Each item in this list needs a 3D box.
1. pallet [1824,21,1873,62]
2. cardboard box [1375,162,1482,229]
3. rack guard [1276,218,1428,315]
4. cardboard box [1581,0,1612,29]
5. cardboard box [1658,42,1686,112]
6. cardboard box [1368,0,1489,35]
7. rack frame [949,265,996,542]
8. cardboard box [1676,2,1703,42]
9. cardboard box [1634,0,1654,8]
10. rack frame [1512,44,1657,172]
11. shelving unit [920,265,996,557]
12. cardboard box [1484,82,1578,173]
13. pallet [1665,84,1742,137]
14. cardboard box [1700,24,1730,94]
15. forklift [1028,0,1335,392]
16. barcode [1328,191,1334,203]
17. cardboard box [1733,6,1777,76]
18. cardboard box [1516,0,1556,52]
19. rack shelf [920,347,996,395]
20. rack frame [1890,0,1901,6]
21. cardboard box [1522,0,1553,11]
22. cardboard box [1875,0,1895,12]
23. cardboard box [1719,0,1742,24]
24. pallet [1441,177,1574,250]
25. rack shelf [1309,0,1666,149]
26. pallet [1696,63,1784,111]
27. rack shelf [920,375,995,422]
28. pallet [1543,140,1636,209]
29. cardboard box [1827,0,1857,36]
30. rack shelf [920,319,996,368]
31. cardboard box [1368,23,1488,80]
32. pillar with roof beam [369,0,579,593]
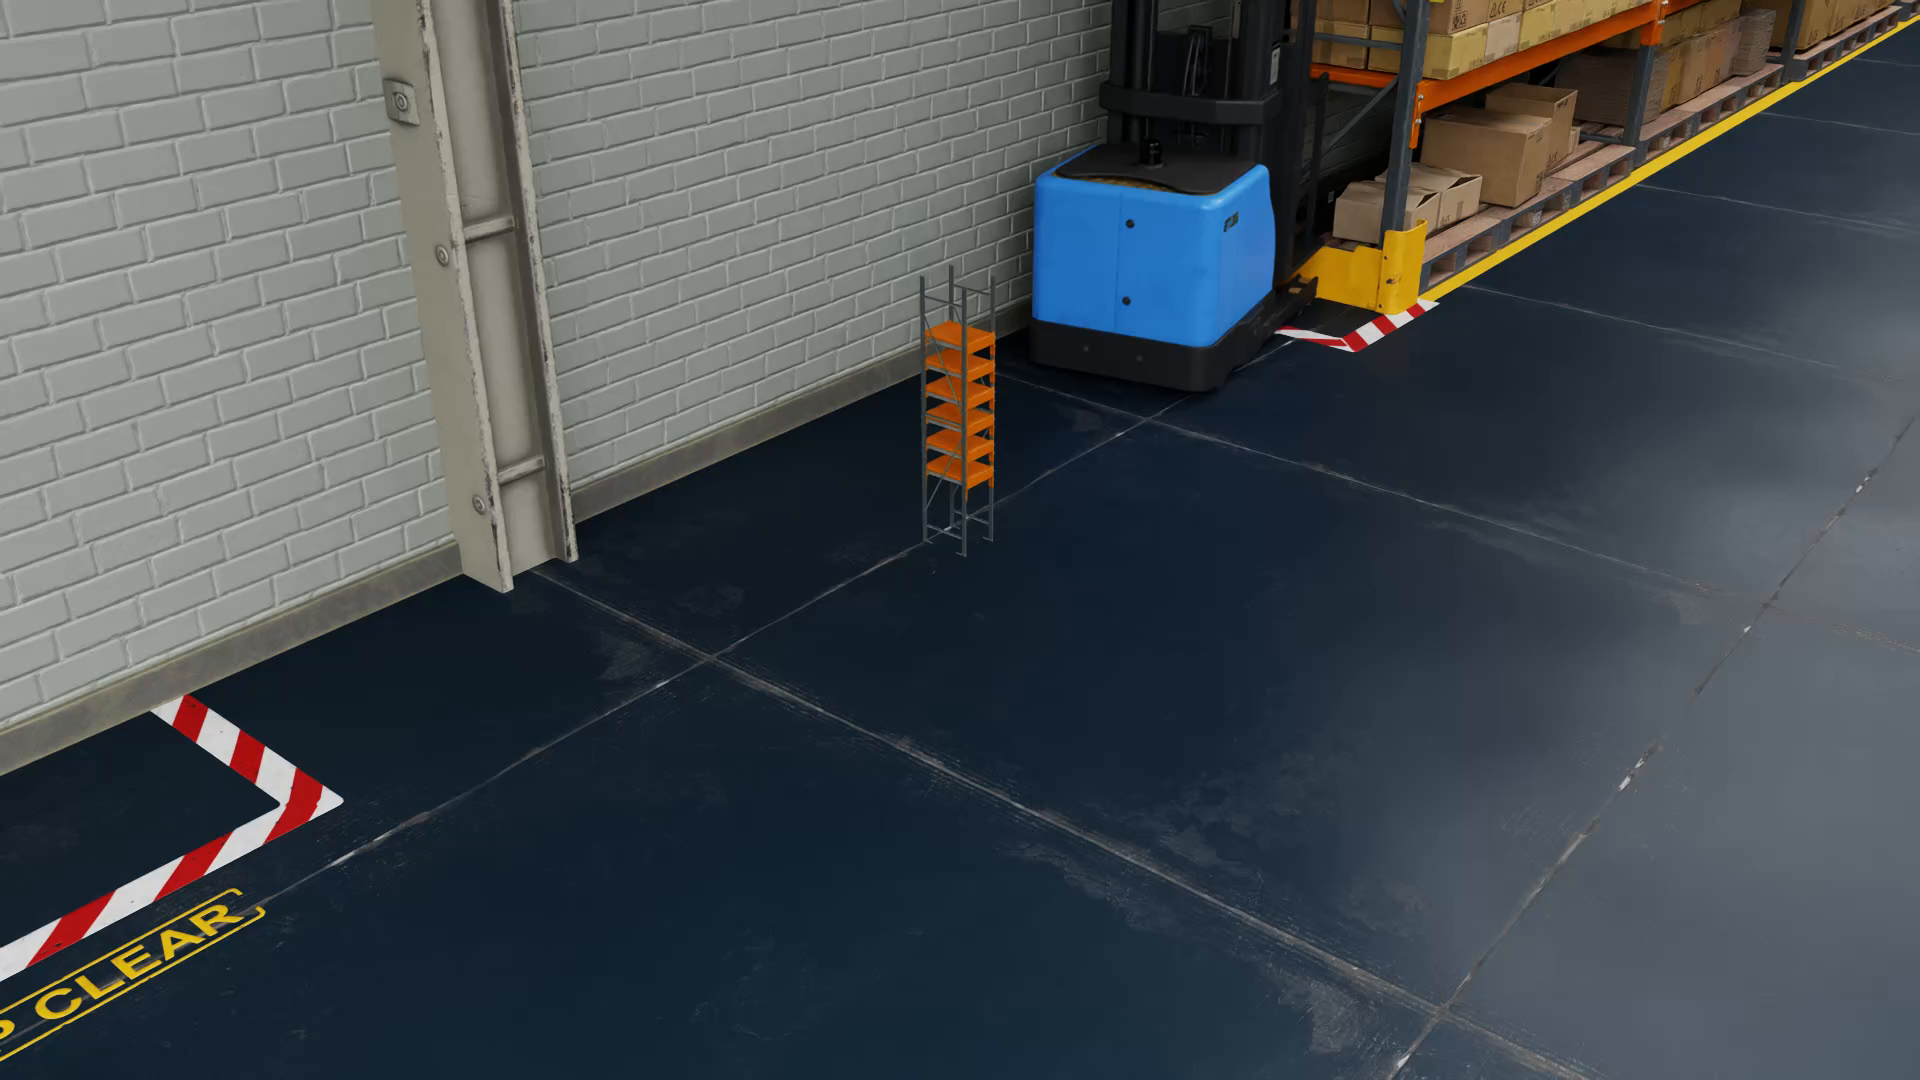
[{"bbox_3d":[8.595,-5.141,16.958,1.003,0.211,1.213,21,34,34],"label":"pallet"},{"bbox_3d":[3.043,-2.277,10.835,0.500,0.311,0.500,24,36,38],"label":"cardboard box"},{"bbox_3d":[2.219,-1.772,10.131,1.175,0.500,0.348,21,34,34],"label":"rack guard"},{"bbox_3d":[4.016,-3.602,11.090,0.500,0.250,0.500,21,34,34],"label":"cardboard box"},{"bbox_3d":[5.460,-3.822,13.616,0.700,0.500,0.500,20,33,33],"label":"cardboard box"},{"bbox_3d":[2.706,-3.212,9.519,0.500,0.500,0.500,21,34,34],"label":"cardboard box"},{"bbox_3d":[0.049,-0.560,7.027,0.240,1.200,0.006,21,34,34],"label":"rack frame"},{"bbox_3d":[5.776,-4.300,13.723,0.500,0.250,0.500,20,33,33],"label":"cardboard box"},{"bbox_3d":[4.648,-3.959,11.780,0.500,0.250,0.500,21,34,35],"label":"cardboard box"},{"bbox_3d":[4.715,-4.273,12.246,1.000,3.000,0.127,21,34,34],"label":"rack frame"},{"bbox_3d":[-0.009,-0.528,6.964,0.258,1.200,0.189,21,34,34],"label":"shelving unit"},{"bbox_3d":[4.086,-2.979,11.985,0.500,0.500,0.500,18,32,31],"label":"cardboard box"},{"bbox_3d":[5.985,-3.746,14.261,1.003,0.211,1.213,21,34,34],"label":"pallet"},{"bbox_3d":[6.130,-4.173,14.294,0.700,0.500,0.500,21,34,34],"label":"cardboard box"},{"bbox_3d":[1.492,-2.713,9.304,1.130,2.935,3.031,13,30,24],"label":"forklift"},{"bbox_3d":[2.383,-2.203,10.681,0.001,0.075,0.075,21,34,34],"label":"barcode"},{"bbox_3d":[6.842,-4.506,14.938,0.700,0.500,0.500,21,34,35],"label":"cardboard box"},{"bbox_3d":[3.374,-3.245,10.399,0.500,0.250,0.500,20,34,34],"label":"cardboard box"},{"bbox_3d":[-0.009,-0.701,6.875,0.258,0.103,0.180,21,34,34],"label":"rack shelf"},{"bbox_3d":[9.804,-7.110,17.729,1.000,3.000,0.127,21,34,34],"label":"rack frame"},{"bbox_3d":[3.362,-3.566,10.203,0.500,0.500,0.500,19,33,33],"label":"cardboard box"},{"bbox_3d":[9.490,-6.073,17.607,0.750,0.750,0.750,21,34,35],"label":"cardboard box"},{"bbox_3d":[6.431,-4.655,14.410,0.500,0.250,0.500,21,34,35],"label":"cardboard box"},{"bbox_3d":[3.539,-2.352,11.567,1.003,0.211,1.213,21,34,34],"label":"pallet"},{"bbox_3d":[3.443,-3.245,11.041,1.077,0.370,4.000,21,34,34],"label":"rack shelf"},{"bbox_3d":[6.761,-4.176,15.093,1.003,0.211,1.213,21,34,34],"label":"pallet"},{"bbox_3d":[-0.009,-0.595,6.930,0.258,0.103,0.180,21,34,34],"label":"rack shelf"},{"bbox_3d":[4.315,-2.786,12.406,1.003,0.211,1.213,21,34,34],"label":"pallet"},{"bbox_3d":[8.390,-5.454,16.411,0.750,0.750,0.750,21,34,34],"label":"cardboard box"},{"bbox_3d":[-0.009,-0.808,6.819,0.258,0.103,0.180,21,34,34],"label":"rack shelf"},{"bbox_3d":[2.726,-2.878,9.689,0.500,0.250,0.500,20,33,33],"label":"cardboard box"},{"bbox_3d":[1.454,-2.635,2.550,9.100,9.000,0.400,21,34,34],"label":"pillar with roof beam"}]
